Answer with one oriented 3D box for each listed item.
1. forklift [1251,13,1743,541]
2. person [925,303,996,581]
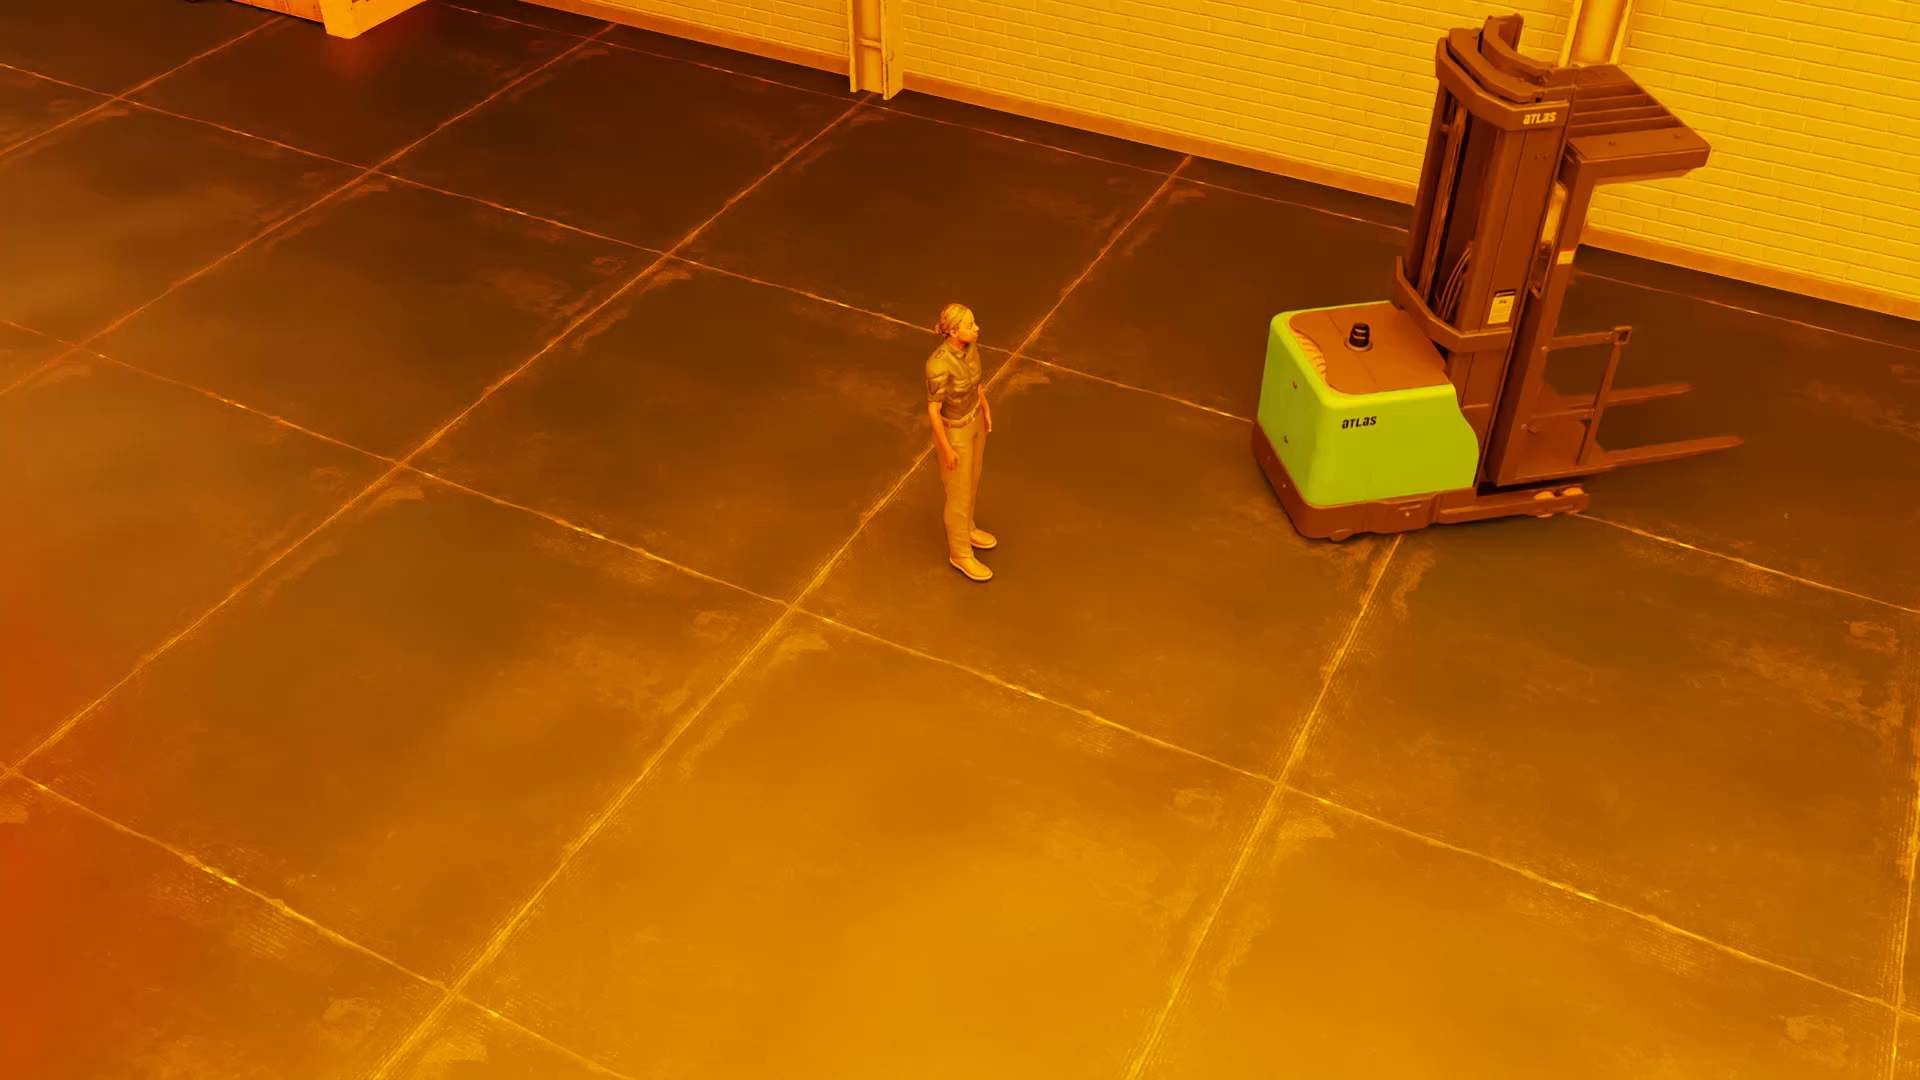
[{"bbox_3d":[3.473,-1.589,9.873,3.031,2.935,1.130,-8,41,-9],"label":"forklift"},{"bbox_3d":[0.069,-0.601,9.680,0.503,1.656,0.570,18,43,21],"label":"person"}]
